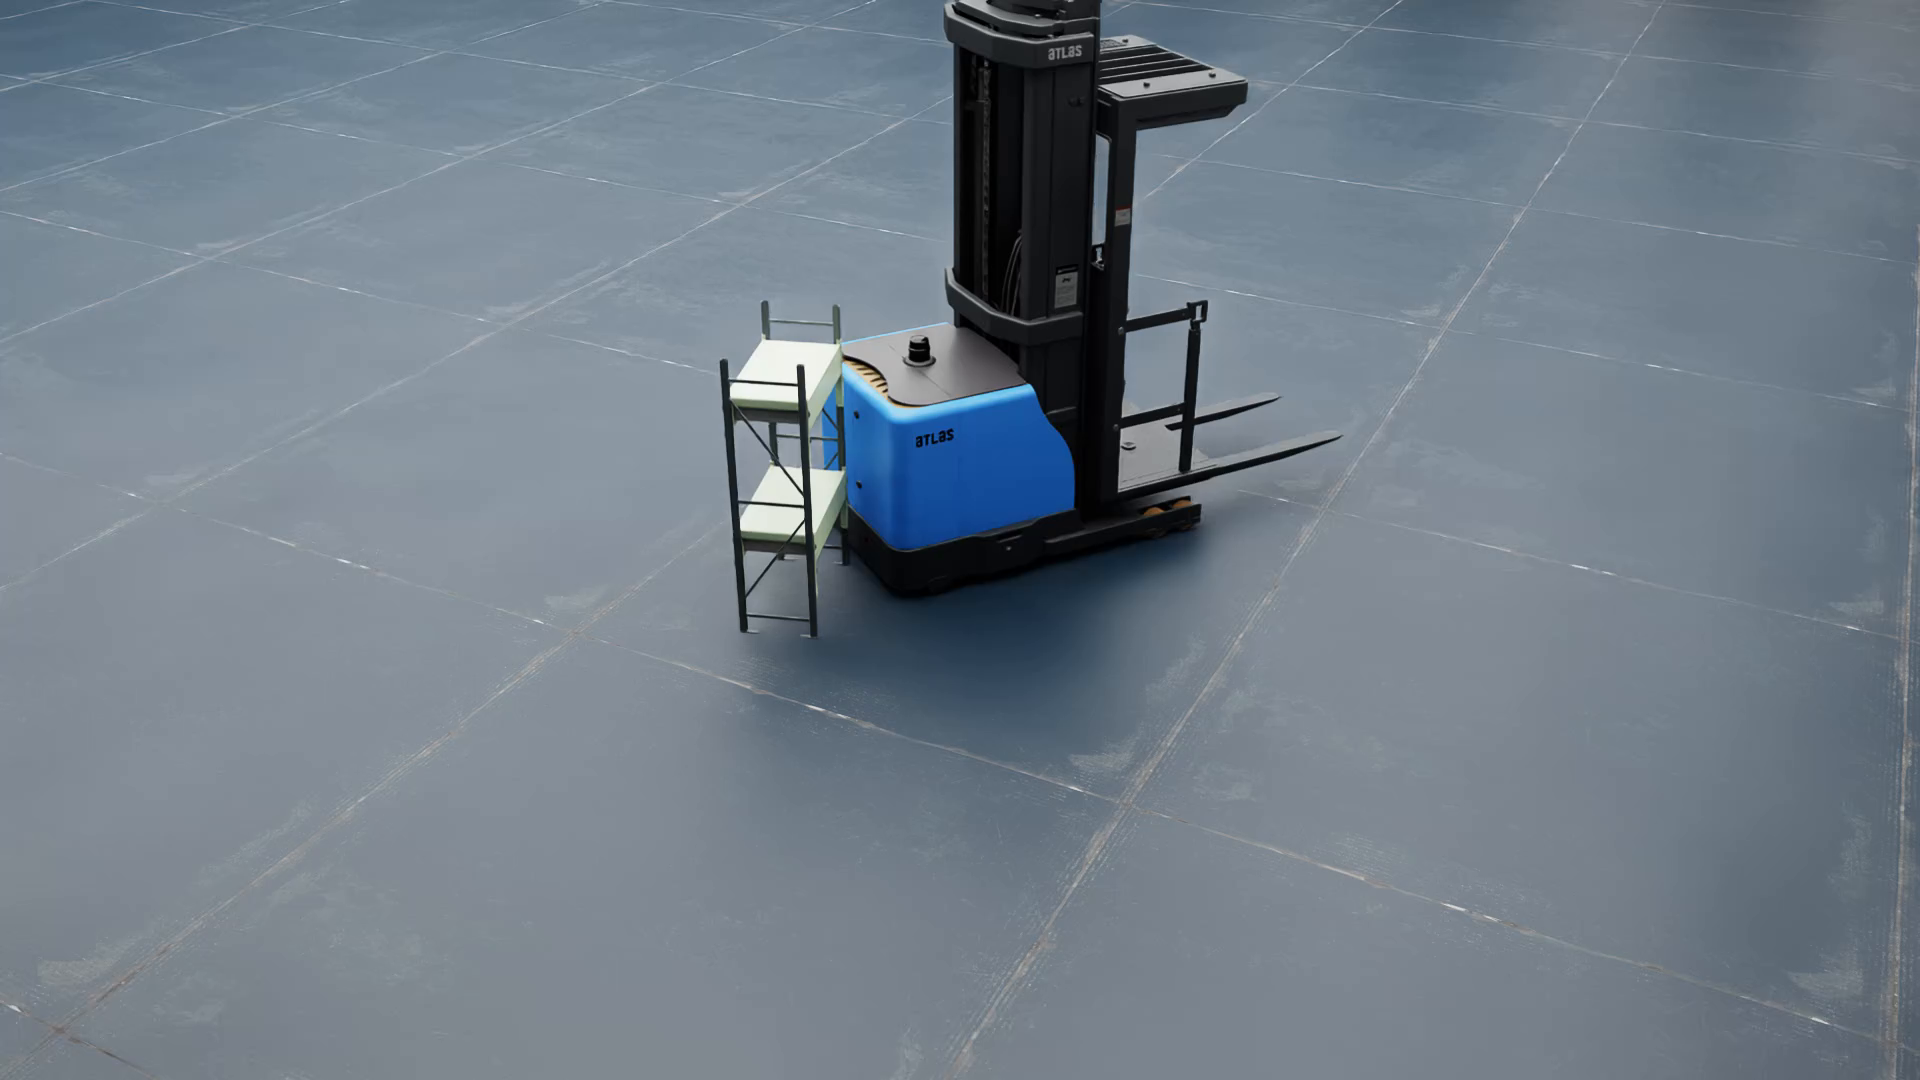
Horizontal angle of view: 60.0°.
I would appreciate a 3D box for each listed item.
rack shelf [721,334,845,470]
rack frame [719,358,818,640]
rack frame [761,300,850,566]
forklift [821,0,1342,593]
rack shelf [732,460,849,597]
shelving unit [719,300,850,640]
[{"bbox_3d":[-0.855,-0.688,8.158,0.431,0.370,0.720,5,30,8],"label":"rack shelf"},{"bbox_3d":[-0.914,-0.170,8.039,0.400,1.500,0.023,5,30,8],"label":"rack frame"},{"bbox_3d":[-0.797,-0.530,8.666,0.400,1.500,0.023,5,30,8],"label":"rack frame"},{"bbox_3d":[0.779,-1.502,8.922,3.031,2.935,1.130,-14,33,-24],"label":"forklift"},{"bbox_3d":[-0.855,-0.067,8.515,0.431,0.370,0.720,5,30,8],"label":"rack shelf"},{"bbox_3d":[-0.855,-0.350,8.353,0.431,1.500,0.755,5,30,8],"label":"shelving unit"}]
